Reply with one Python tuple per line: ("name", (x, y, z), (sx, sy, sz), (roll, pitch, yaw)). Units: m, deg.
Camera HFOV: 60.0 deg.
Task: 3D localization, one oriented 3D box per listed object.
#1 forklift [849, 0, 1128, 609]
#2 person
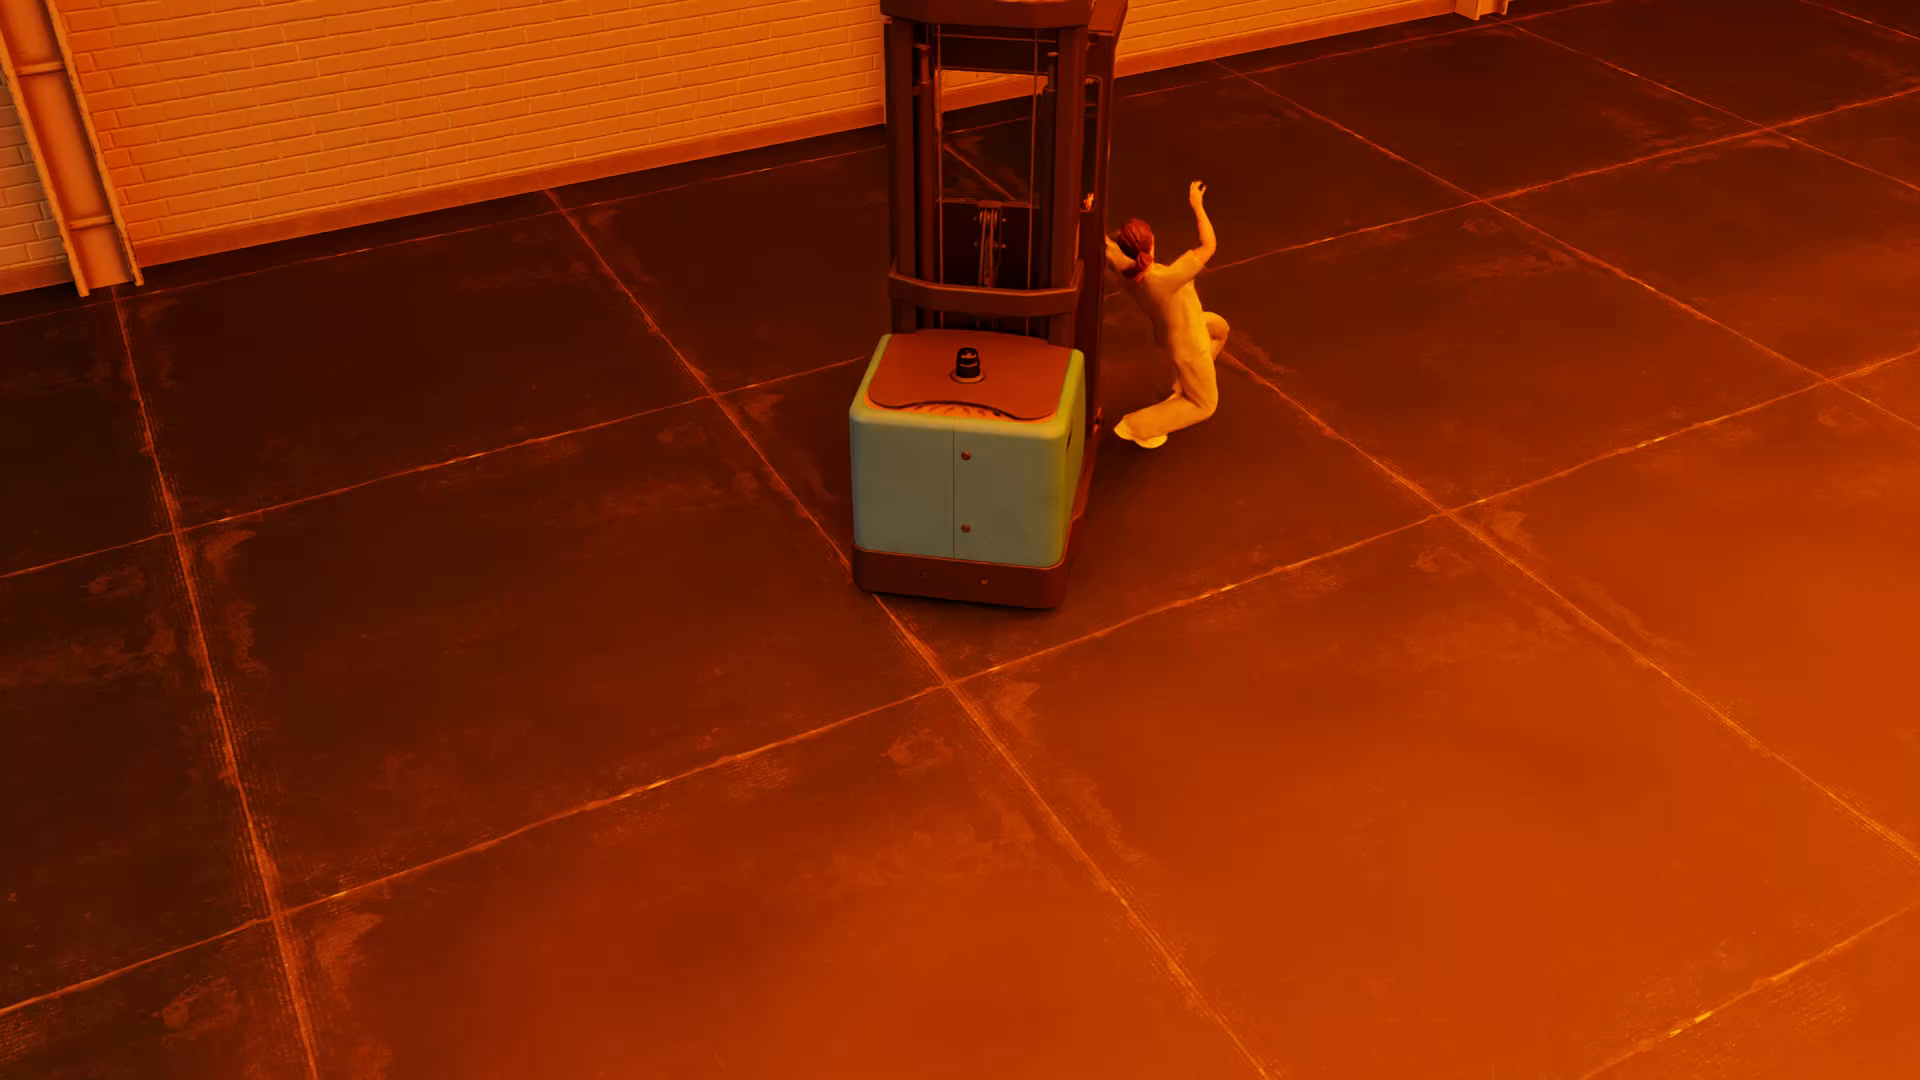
("forklift", (0.227, -1.707, 8.538), (1.130, 2.935, 3.031), (6, 36, 8))
("person", (1.120, -1.325, 9.230), (0.810, 1.540, 0.984), (-14, 37, -18))
